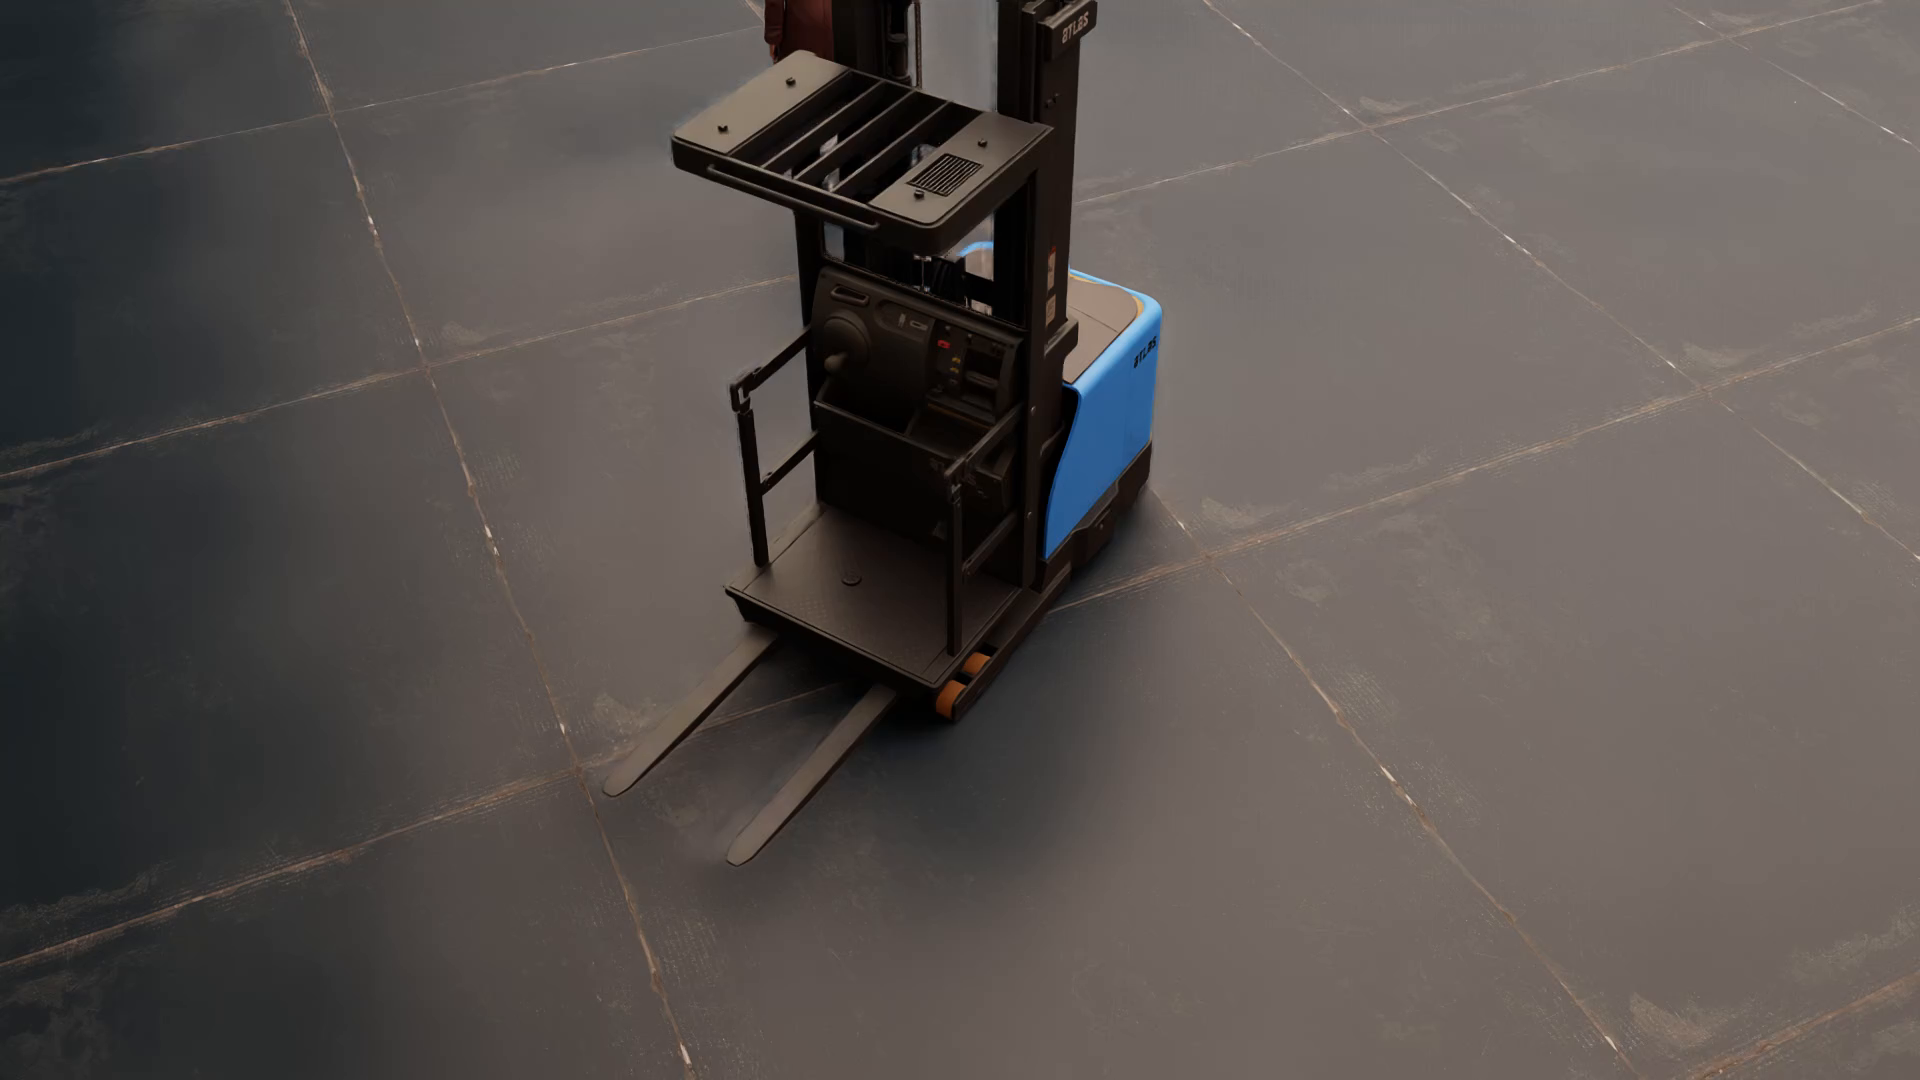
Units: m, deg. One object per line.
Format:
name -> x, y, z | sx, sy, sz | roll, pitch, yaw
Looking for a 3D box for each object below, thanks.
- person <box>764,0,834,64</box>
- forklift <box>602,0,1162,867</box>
person -> -0.822, -2.871, 9.740 | 0.644, 1.591, 0.436 | -9, 44, -10
forklift -> -0.299, -0.684, 6.413 | 1.130, 2.935, 3.031 | 23, 48, 23
